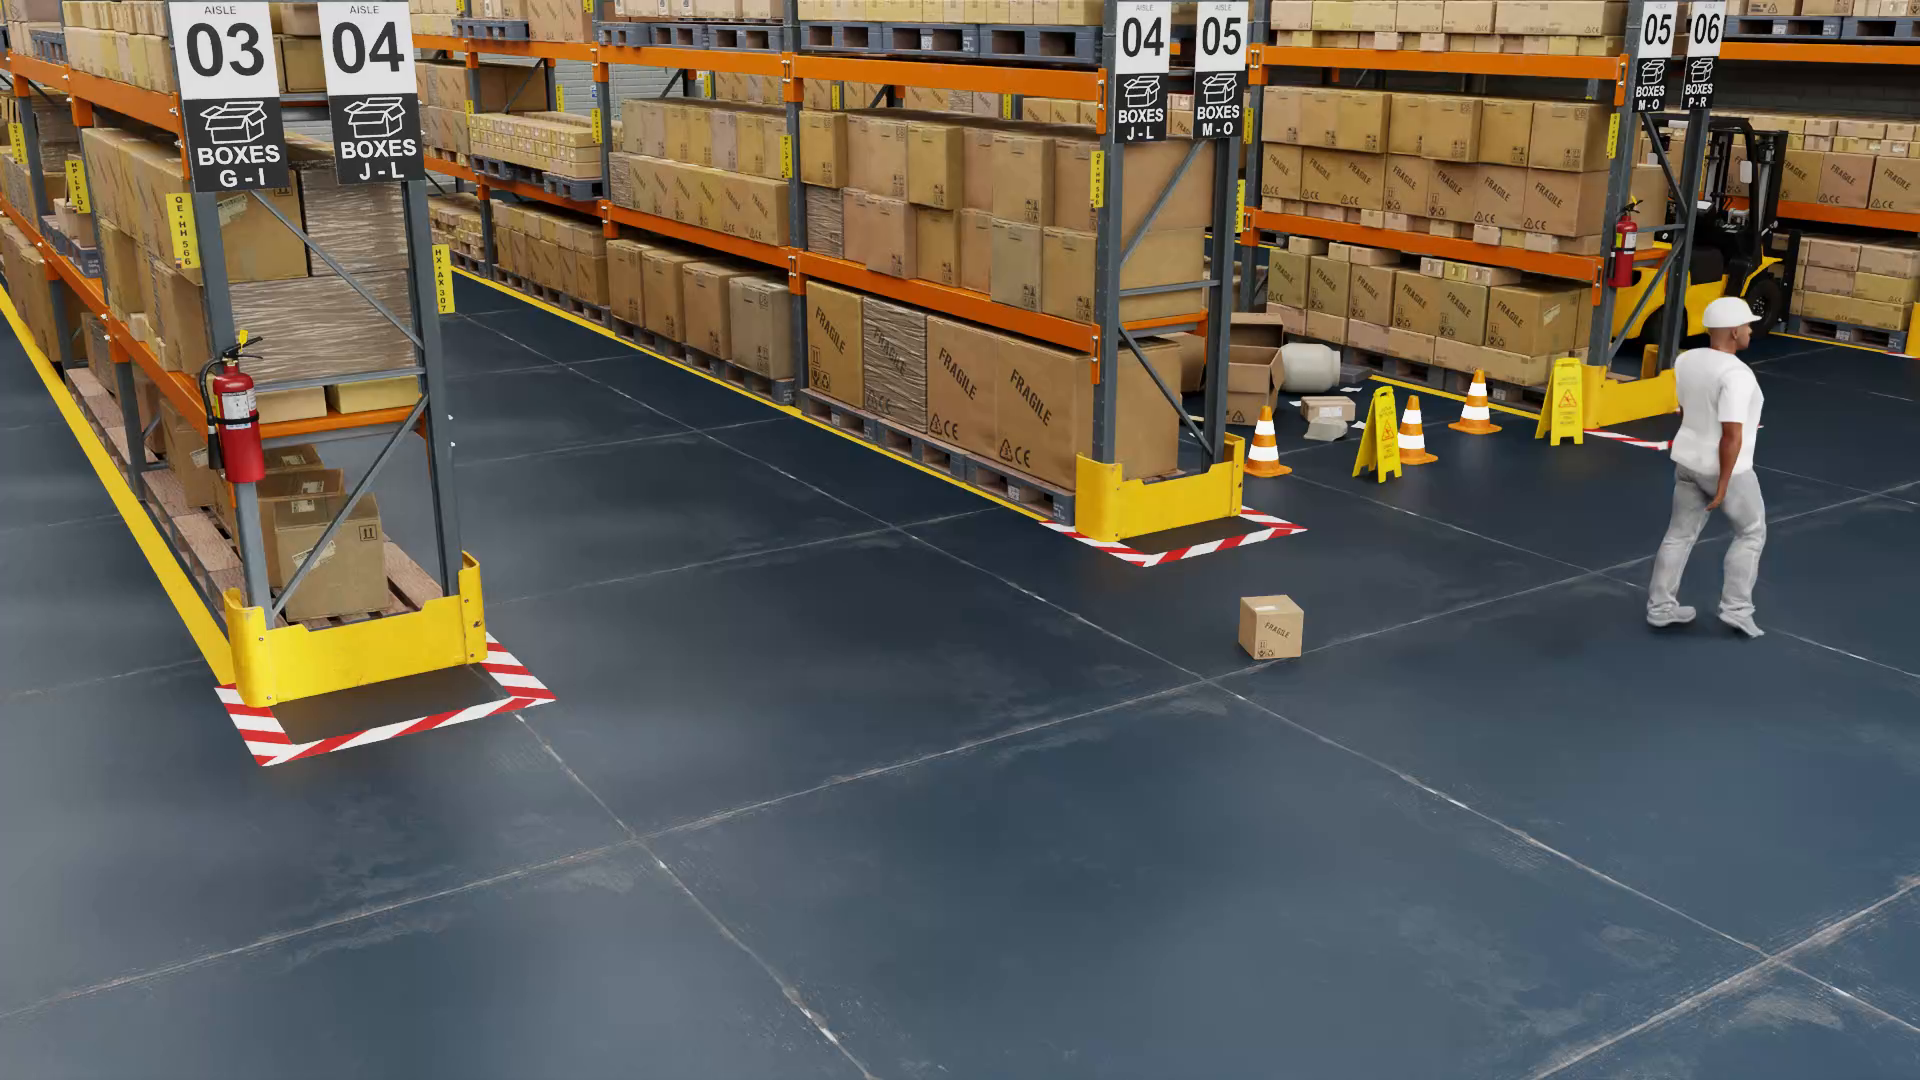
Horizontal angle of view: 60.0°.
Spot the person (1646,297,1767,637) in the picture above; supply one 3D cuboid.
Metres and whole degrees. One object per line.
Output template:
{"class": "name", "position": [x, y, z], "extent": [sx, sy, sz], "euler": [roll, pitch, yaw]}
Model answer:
{"class": "person", "position": [3.963, -0.360, 8.672], "extent": [0.615, 1.829, 0.573], "euler": [-5, 19, -15]}
